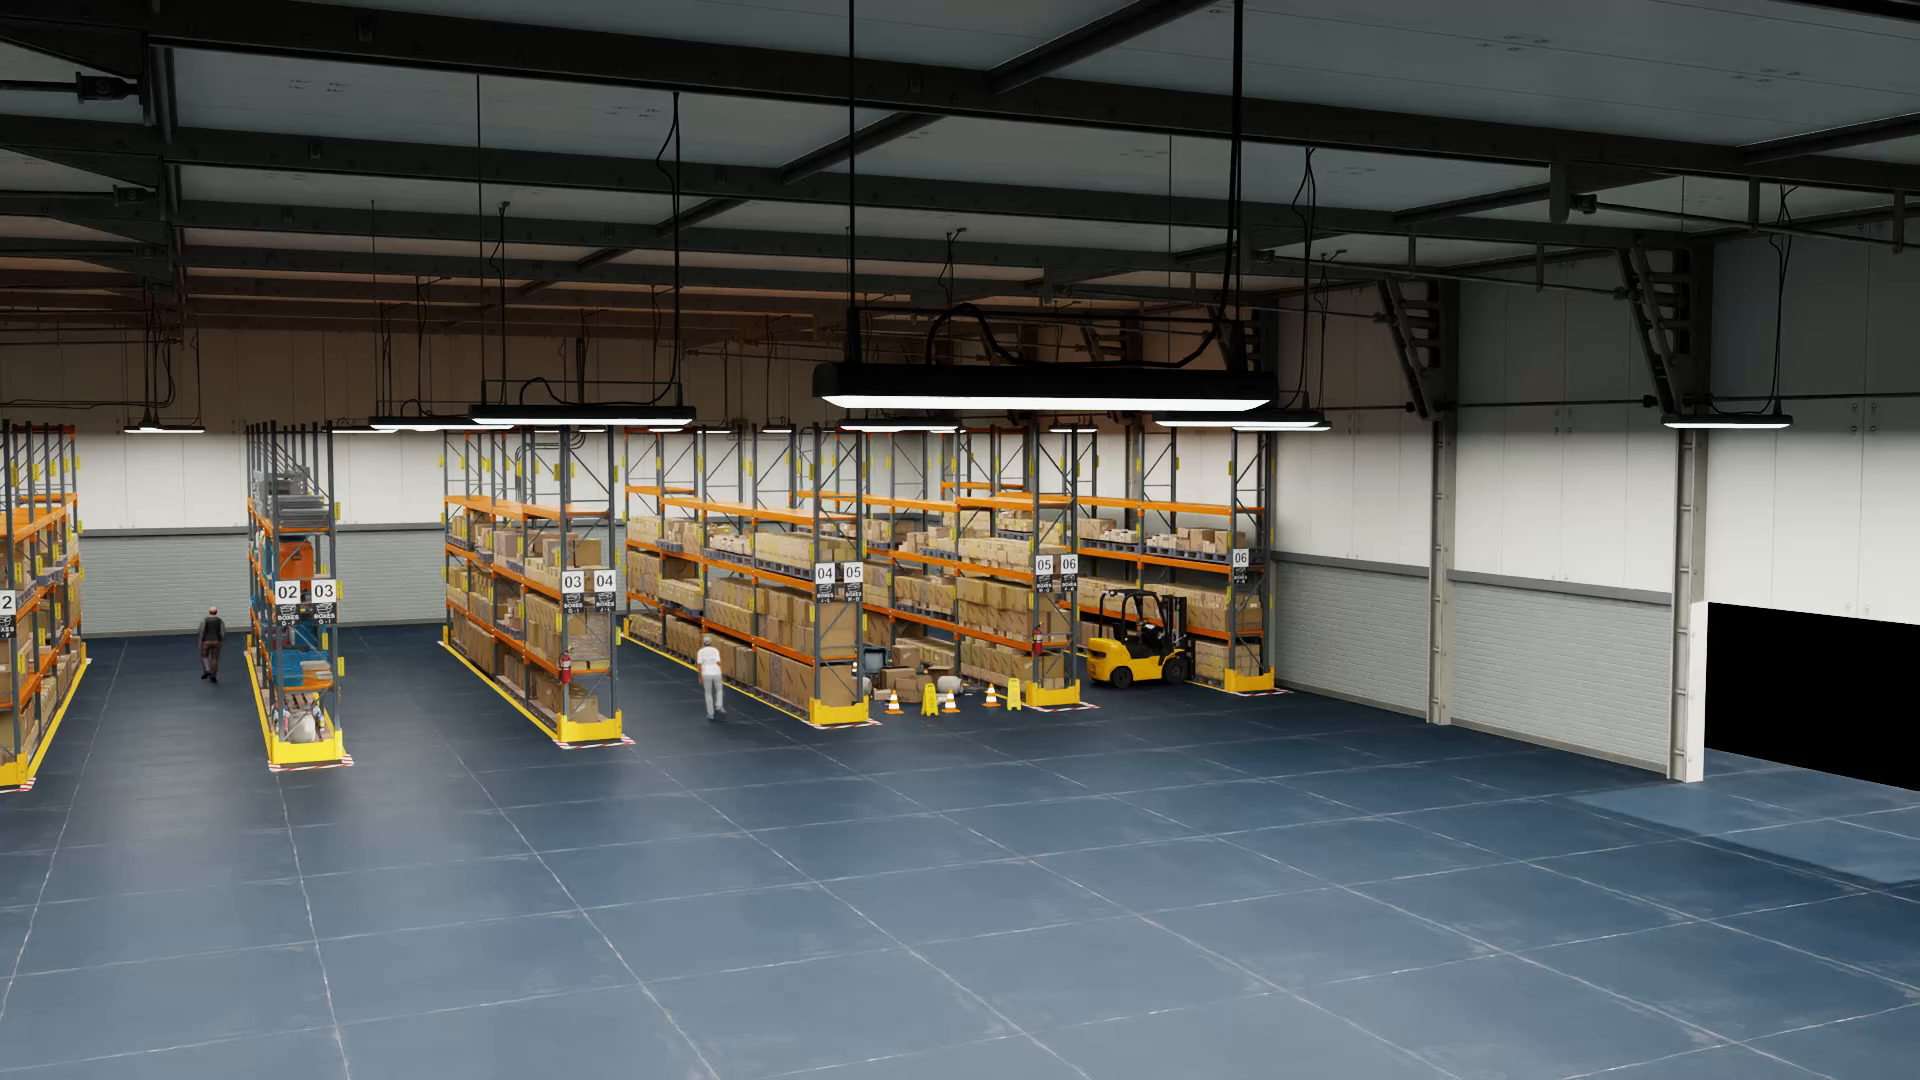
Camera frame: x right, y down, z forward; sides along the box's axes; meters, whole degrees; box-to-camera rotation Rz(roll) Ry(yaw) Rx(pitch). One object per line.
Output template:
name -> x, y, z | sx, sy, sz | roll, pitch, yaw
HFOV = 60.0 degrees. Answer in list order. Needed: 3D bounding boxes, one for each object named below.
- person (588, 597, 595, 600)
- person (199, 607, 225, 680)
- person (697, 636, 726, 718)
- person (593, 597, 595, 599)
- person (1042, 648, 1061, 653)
person -> -10.579, 1.852, 47.893 | 0.525, 1.690, 1.059 | 1, 4, 12
person -> -17.505, 2.423, 38.934 | 0.565, 1.714, 0.460 | -2, 4, -26
person -> -5.058, 2.780, 33.811 | 0.546, 1.648, 0.503 | -1, 4, -16
person -> -9.464, 2.207, 43.516 | 0.590, 1.603, 0.703 | -1, 4, -14
person -> 2.215, 2.392, 39.920 | 0.664, 1.682, 0.837 | -2, 4, -24
